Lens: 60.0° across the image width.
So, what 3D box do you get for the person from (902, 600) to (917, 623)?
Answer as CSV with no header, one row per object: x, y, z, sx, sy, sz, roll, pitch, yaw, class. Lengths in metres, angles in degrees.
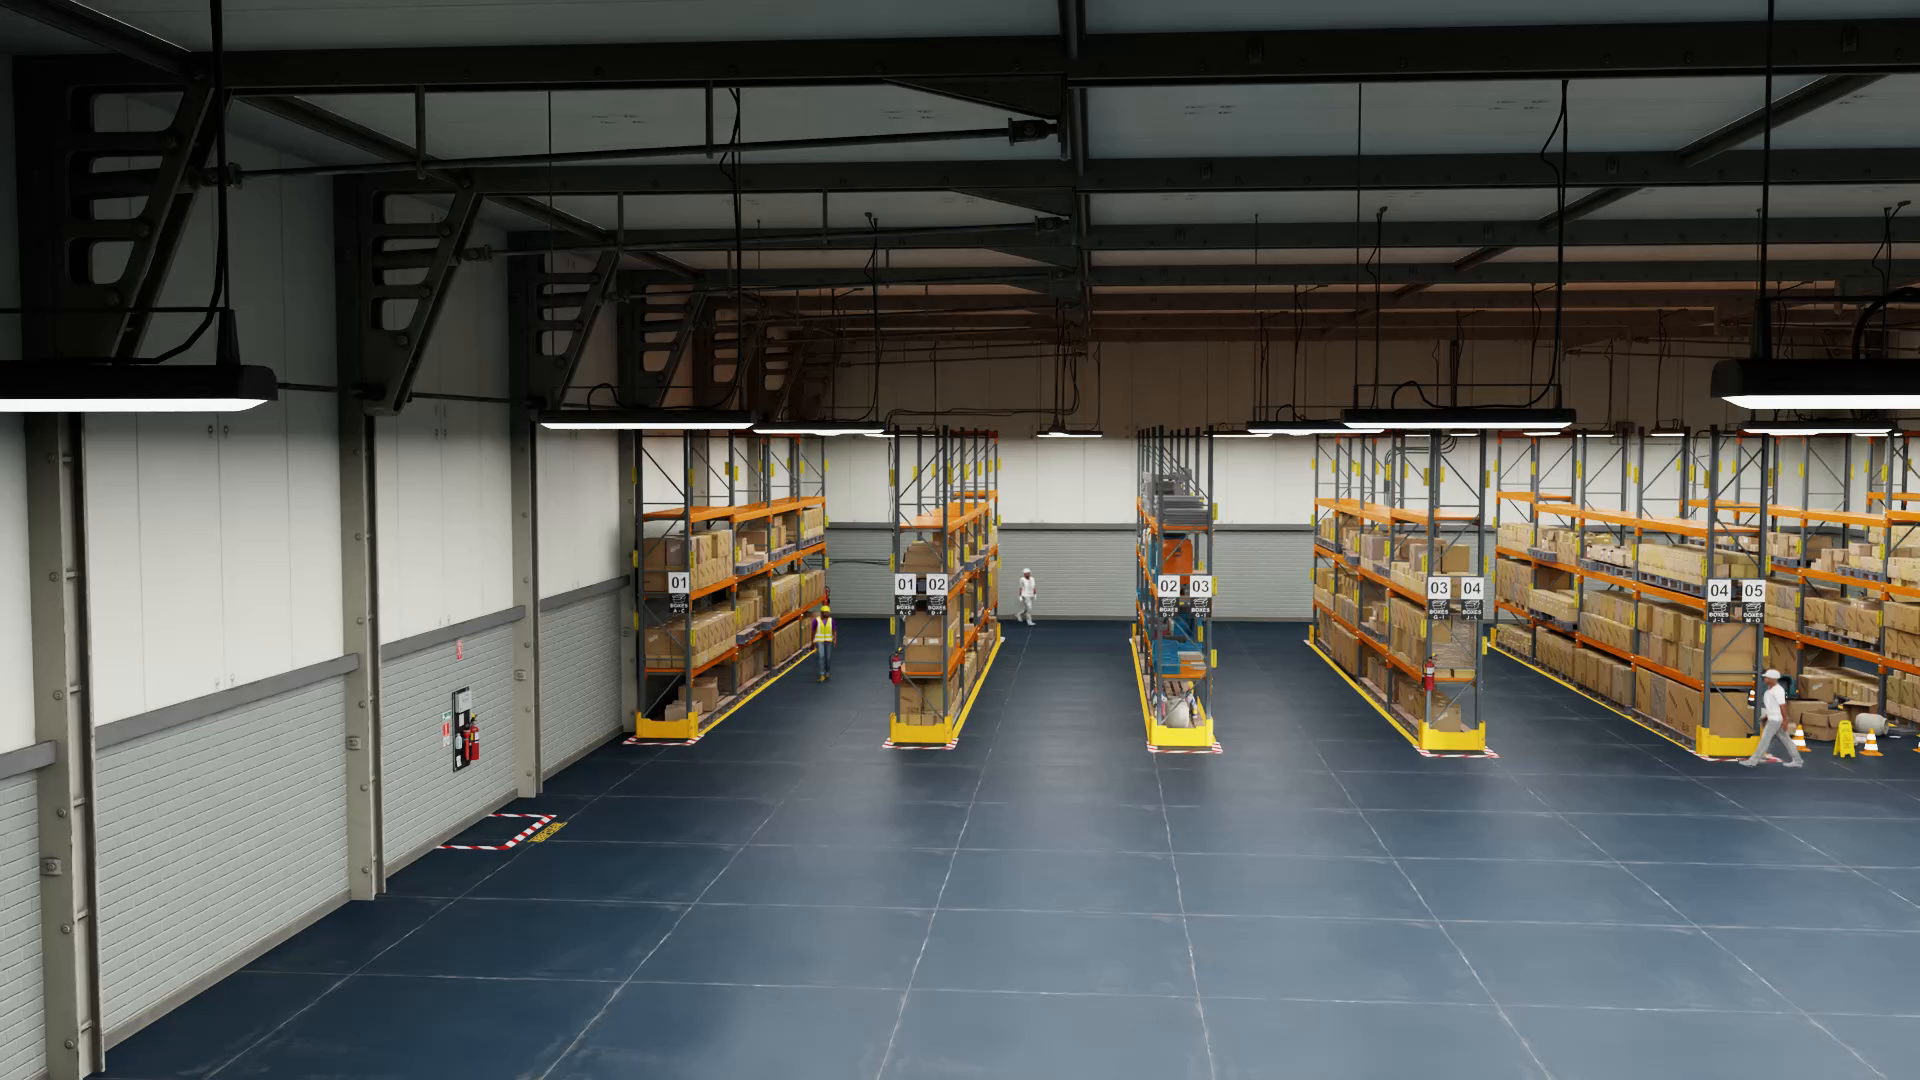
-1.266,2.118,45.134,0.556,1.724,1.003,1,3,9,person

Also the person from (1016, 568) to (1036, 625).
2.052,1.747,51.384,0.864,1.763,0.532,3,5,42,person

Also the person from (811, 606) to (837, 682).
-3.214,2.472,39.770,0.600,1.765,0.782,-1,4,-18,person

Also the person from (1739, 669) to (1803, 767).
14.155,3.102,28.990,1.032,1.698,0.617,1,4,21,person
